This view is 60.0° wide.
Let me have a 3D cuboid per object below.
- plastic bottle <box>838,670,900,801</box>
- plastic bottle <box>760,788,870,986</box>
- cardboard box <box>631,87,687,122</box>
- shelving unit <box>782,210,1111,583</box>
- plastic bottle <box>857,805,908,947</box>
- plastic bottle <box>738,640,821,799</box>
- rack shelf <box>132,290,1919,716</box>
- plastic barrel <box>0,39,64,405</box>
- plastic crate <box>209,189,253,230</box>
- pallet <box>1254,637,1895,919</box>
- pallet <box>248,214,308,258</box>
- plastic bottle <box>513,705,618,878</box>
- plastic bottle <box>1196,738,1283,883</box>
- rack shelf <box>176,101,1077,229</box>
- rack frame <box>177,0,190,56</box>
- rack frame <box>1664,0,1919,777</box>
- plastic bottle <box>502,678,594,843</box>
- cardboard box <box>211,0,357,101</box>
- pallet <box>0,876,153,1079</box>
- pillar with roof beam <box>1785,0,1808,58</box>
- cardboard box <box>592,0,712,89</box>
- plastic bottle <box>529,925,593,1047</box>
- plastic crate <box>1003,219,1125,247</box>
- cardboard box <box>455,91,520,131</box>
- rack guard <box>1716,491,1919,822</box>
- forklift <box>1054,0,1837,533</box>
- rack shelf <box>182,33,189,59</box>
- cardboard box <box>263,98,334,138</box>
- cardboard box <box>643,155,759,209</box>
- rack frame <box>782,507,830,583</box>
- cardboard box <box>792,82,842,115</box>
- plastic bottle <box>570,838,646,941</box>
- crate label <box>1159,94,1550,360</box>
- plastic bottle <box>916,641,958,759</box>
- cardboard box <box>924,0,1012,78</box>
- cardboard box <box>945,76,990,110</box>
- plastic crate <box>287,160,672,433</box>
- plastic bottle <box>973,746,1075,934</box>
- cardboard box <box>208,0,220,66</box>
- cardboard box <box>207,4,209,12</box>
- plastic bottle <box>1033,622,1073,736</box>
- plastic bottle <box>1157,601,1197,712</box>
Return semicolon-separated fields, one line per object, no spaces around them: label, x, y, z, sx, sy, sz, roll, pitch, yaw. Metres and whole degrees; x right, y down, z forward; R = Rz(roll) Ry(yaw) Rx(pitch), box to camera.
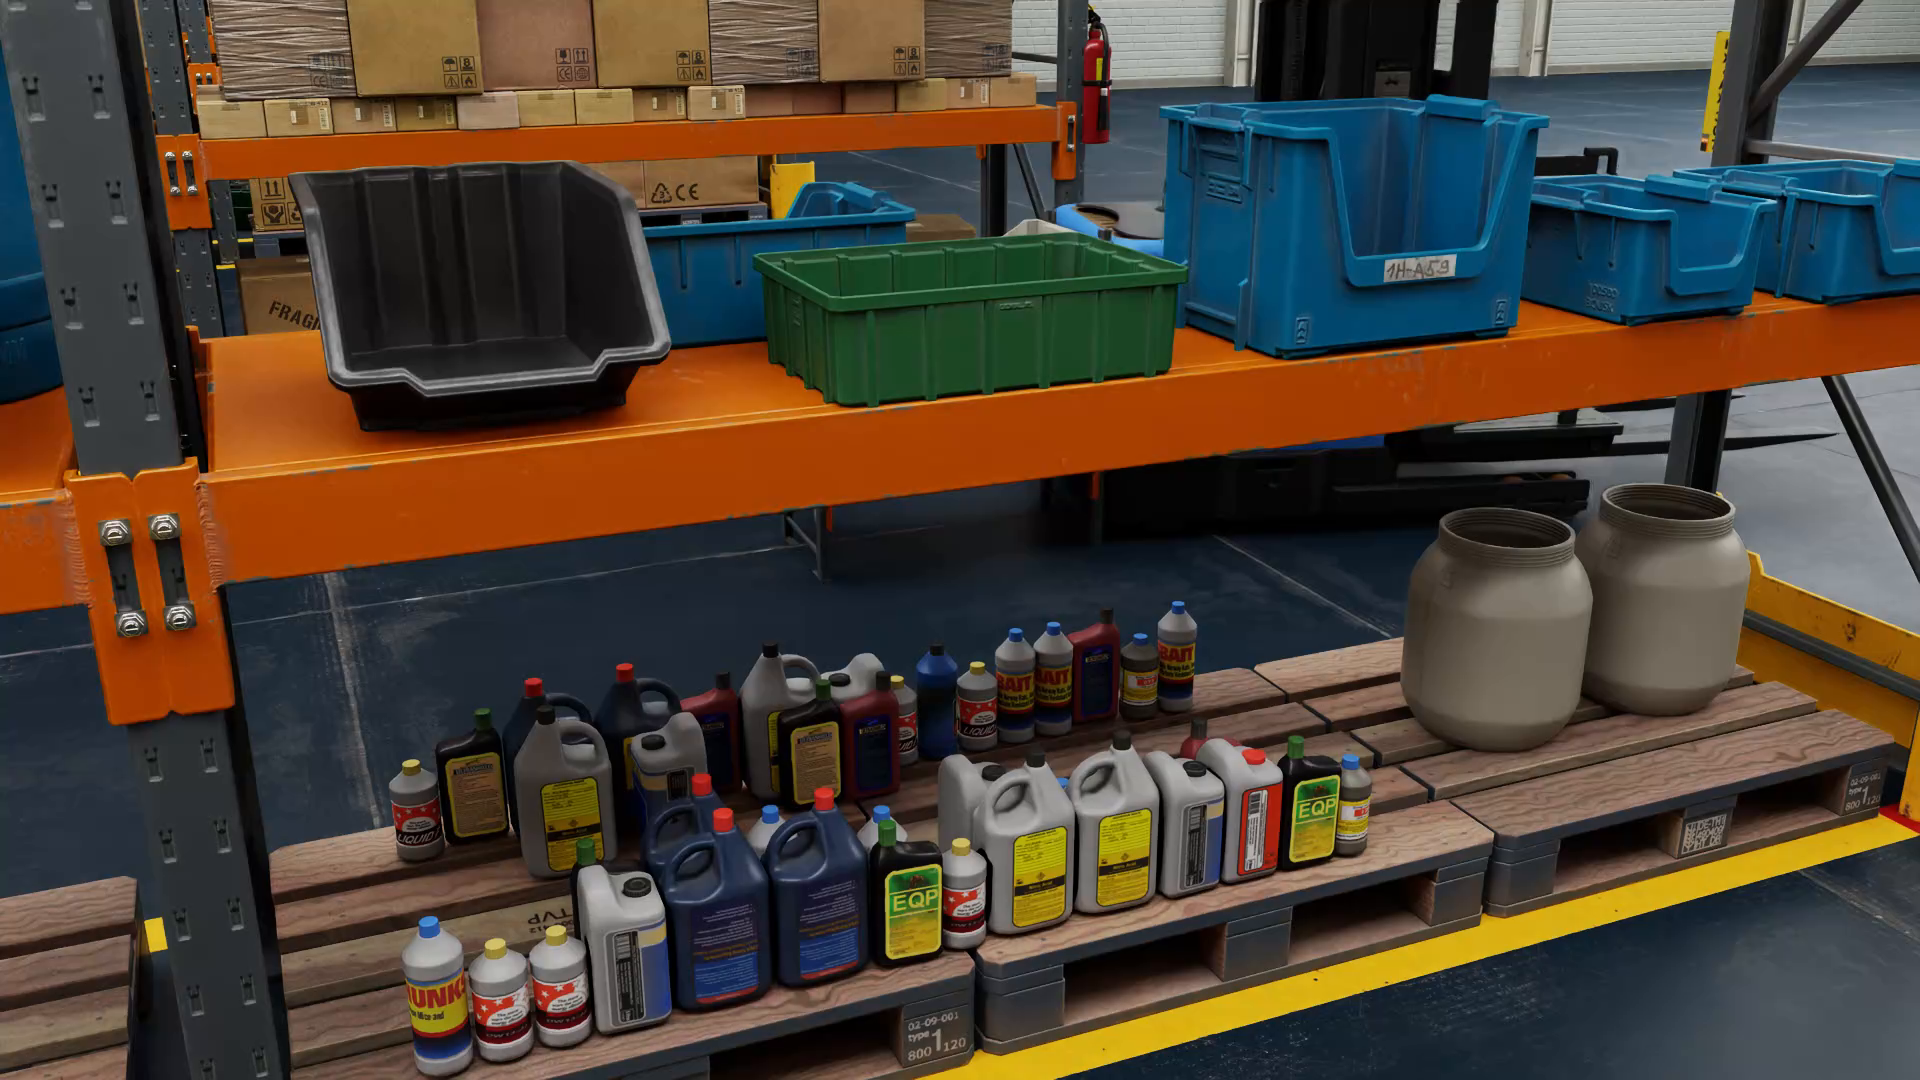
plastic bottle;-0.203;0.433;3.703;0.133;0.283;0.061;-8;21;-22
plastic bottle;-0.267;0.625;3.057;0.185;0.351;0.144;-9;21;-24
cardboard box;-1.408;-1.989;7.533;0.250;0.149;0.380;-8;21;-22
shelving unit;-0.068;-0.526;5.823;1.048;1.125;0.538;-7;21;-20
plastic bottle;-0.147;0.632;3.157;0.097;0.271;0.097;0;19;0
plastic bottle;-0.396;0.389;3.727;0.185;0.351;0.144;-8;21;-22
rack shelf;0.490;-0.336;3.544;4.000;0.370;1.077;-8;21;-22
plastic barrel;-1.821;-0.691;2.712;0.708;0.901;0.600;-8;21;-22
plastic crate;-5.539;-2.572;12.958;0.662;0.188;0.450;2;30;6
pallet;1.528;0.506;4.267;1.213;0.211;1.003;-8;21;-22
pallet;-4.451;-2.210;11.980;1.213;0.211;1.003;-8;21;-22
plastic bottle;-0.812;0.501;3.410;0.185;0.351;0.144;-8;21;-22
plastic bottle;0.572;0.539;3.415;0.135;0.276;0.152;-8;21;-22
rack shelf;-1.471;-1.847;7.834;4.000;0.370;1.077;-8;21;-22
rack frame;-7.233;-4.945;15.550;0.127;3.000;1.000;-8;21;-22
rack frame;2.327;-0.939;4.172;0.127;3.000;1.000;-8;21;-22
plastic bottle;-0.869;0.457;3.534;0.185;0.351;0.144;-9;21;-23
cardboard box;-2.870;-2.151;7.016;0.500;0.500;0.875;-8;21;-22
pallet;-2.052;1.018;2.813;1.213;0.211;1.003;-8;21;-22
pillar with roof beam;17.216;-11.842;26.104;0.400;9.000;9.100;-8;21;-22
cardboard box;-1.502;-2.356;7.597;0.500;0.500;0.875;-8;21;-22
plastic bottle;-0.693;0.765;2.884;0.097;0.201;0.097;0;19;0
plastic crate;0.045;-0.579;3.547;0.437;0.136;0.530;-8;21;-22
cardboard box;-2.066;-1.867;7.187;0.250;0.149;0.380;-8;21;-22
rack guard;2.276;0.265;4.518;0.348;0.500;1.175;-8;21;-22
forklift;1.908;-1.622;6.214;3.031;2.935;1.130;-3;20;-9
rack shelf;-9.070;-4.343;14.922;4.000;0.370;1.077;-8;21;-22
cardboard box;-2.757;-1.770;6.911;0.250;0.149;0.380;-8;21;-22
cardboard box;-2.103;-3.062;12.768;0.875;0.875;0.875;-8;21;-22
rack frame;-0.543;-0.466;5.652;0.032;1.125;0.500;-7;21;-20
cardboard box;-0.736;-2.101;7.850;0.250;0.149;0.380;-8;21;-22
plastic bottle;-0.636;0.670;3.031;0.133;0.283;0.061;-8;21;-22
crate label;0.744;-0.631;3.244;0.616;0.435;0.502;-8;21;-22
plastic bottle;-0.054;0.369;3.903;0.097;0.271;0.097;0;19;0
cardboard box;-0.151;-2.573;8.214;0.500;0.500;0.875;-8;21;-22
cardboard box;-0.045;-2.198;8.125;0.250;0.149;0.380;-8;21;-22
plastic crate;-0.815;-0.413;2.773;0.504;0.338;0.767;-8;21;-22
plastic bottle;0.123;0.569;3.216;0.185;0.351;0.144;-8;21;-22
cardboard box;-4.846;-3.572;11.424;0.550;0.550;0.875;-8;21;-22
cardboard box;-6.924;-5.267;15.865;0.500;0.500;0.500;-9;21;-23
plastic bottle;0.224;0.329;4.016;0.097;0.271;0.097;0;19;0
plastic bottle;0.539;0.284;4.144;0.097;0.271;0.097;0;19;0
